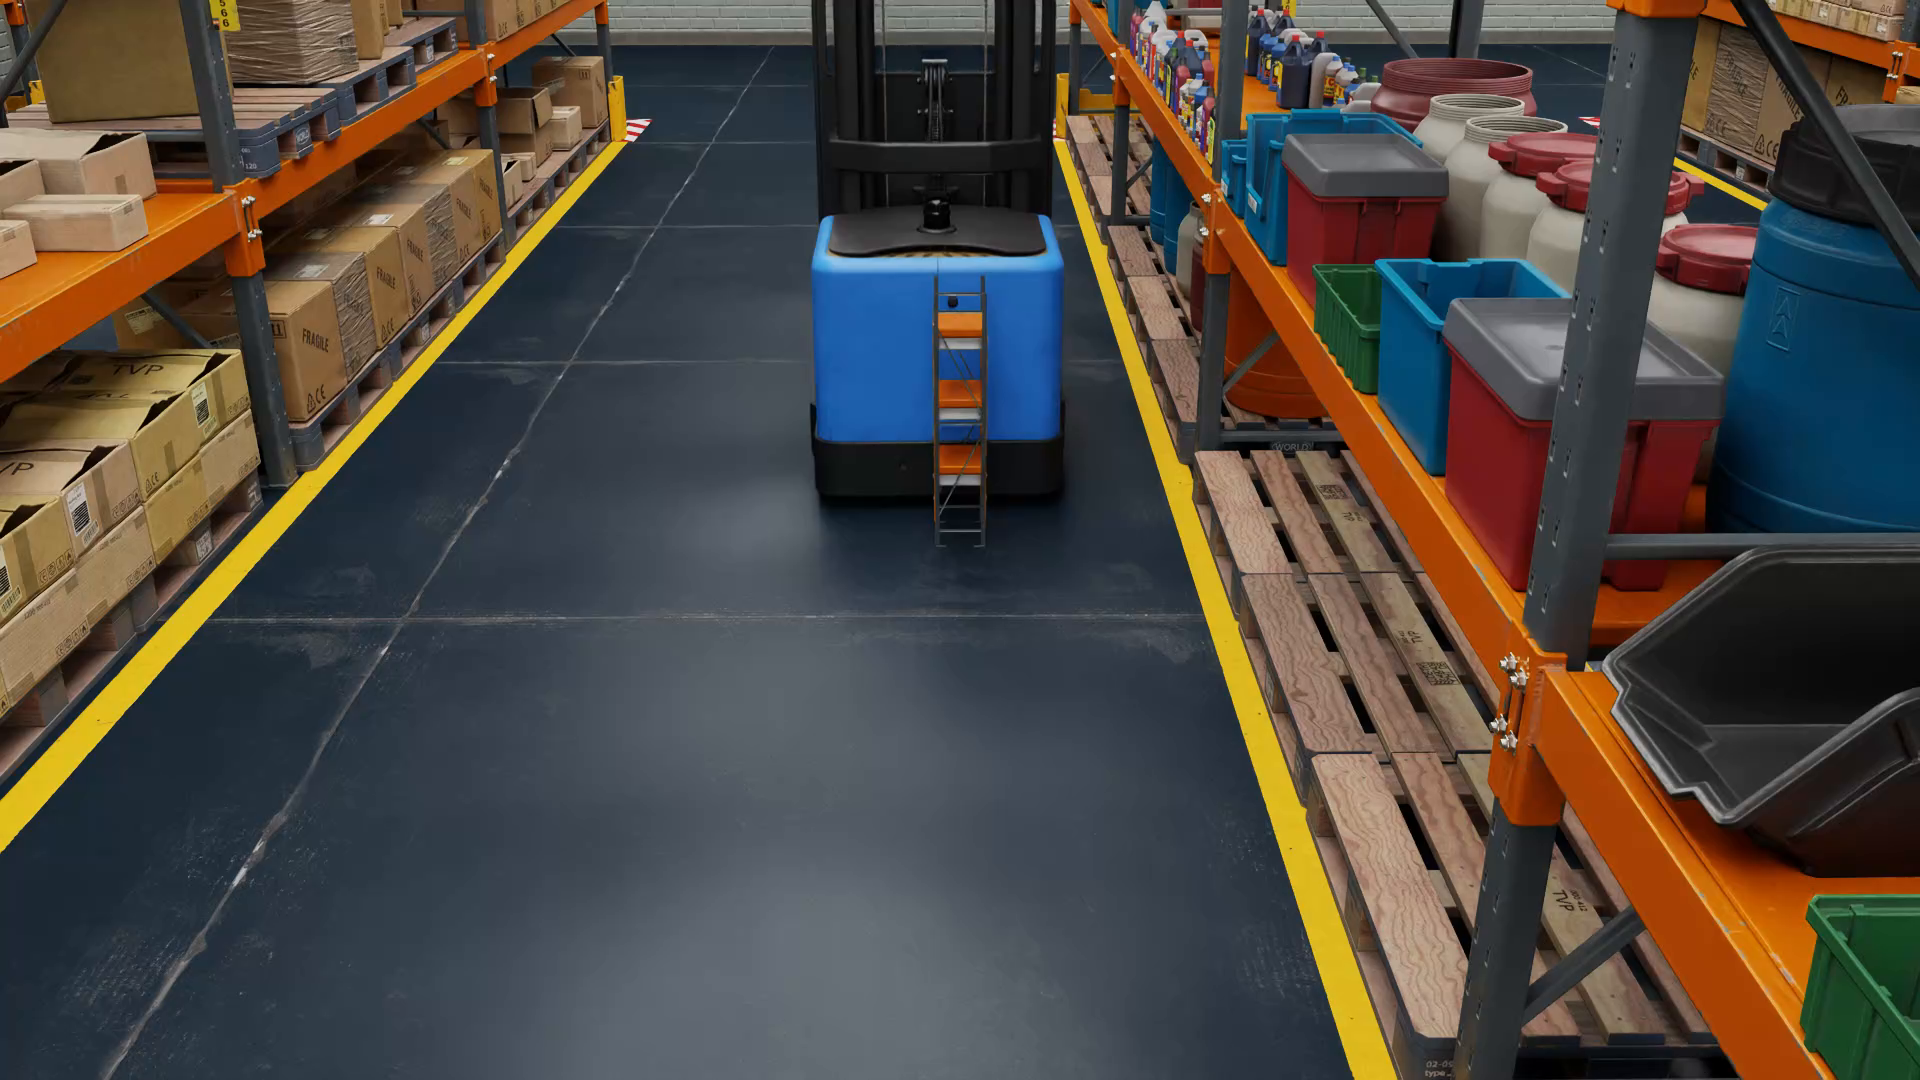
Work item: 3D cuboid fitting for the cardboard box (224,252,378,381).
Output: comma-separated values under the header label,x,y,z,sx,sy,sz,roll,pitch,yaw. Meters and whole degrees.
label,x,y,z,sx,sy,sz,roll,pitch,yaw
cardboard box,-3.150,-1.075,7.986,0.500,0.500,0.500,-1,24,-2

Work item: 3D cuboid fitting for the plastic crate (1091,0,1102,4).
label,x,y,z,sx,sy,sz,roll,pitch,yaw
plastic crate,1.137,-4.108,12.323,0.416,0.233,0.300,0,24,-1

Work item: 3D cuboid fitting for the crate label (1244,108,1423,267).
label,x,y,z,sx,sy,sz,roll,pitch,yaw
crate label,1.274,-1.235,5.798,0.502,0.435,0.616,0,24,-1

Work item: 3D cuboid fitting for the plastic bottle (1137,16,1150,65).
label,x,y,z,sx,sy,sz,roll,pitch,yaw
plastic bottle,1.089,-2.924,9.730,0.097,0.271,0.097,0,24,0

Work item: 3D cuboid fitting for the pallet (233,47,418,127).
label,x,y,z,sx,sy,sz,roll,pitch,yaw
pallet,-3.446,-2.323,8.478,1.003,0.211,1.213,0,24,-1

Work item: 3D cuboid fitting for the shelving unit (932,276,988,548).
label,x,y,z,sx,sy,sz,roll,pitch,yaw
shelving unit,-0.001,-0.500,6.582,0.215,1.050,0.252,0,24,-1

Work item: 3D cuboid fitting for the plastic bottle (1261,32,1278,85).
label,x,y,z,sx,sy,sz,roll,pitch,yaw
plastic bottle,1.704,-2.636,9.095,0.097,0.271,0.097,0,24,0

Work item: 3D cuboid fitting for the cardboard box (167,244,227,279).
label,x,y,z,sx,sy,sz,roll,pitch,yaw
cardboard box,-3.669,-1.420,7.838,0.500,0.250,0.500,1,24,1

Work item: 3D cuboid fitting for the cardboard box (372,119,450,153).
label,x,y,z,sx,sy,sz,roll,pitch,yaw
cardboard box,-3.753,-2.552,11.252,0.500,0.500,0.500,0,24,-1

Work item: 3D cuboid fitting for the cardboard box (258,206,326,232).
label,x,y,z,sx,sy,sz,roll,pitch,yaw
cardboard box,-3.682,-1.484,8.891,0.500,0.500,0.500,-1,24,-3

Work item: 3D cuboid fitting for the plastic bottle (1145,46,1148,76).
label,x,y,z,sx,sy,sz,roll,pitch,yaw
plastic bottle,1.094,-2.716,9.356,0.097,0.201,0.097,0,24,0

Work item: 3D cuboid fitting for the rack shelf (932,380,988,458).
label,x,y,z,sx,sy,sz,roll,pitch,yaw
rack shelf,-0.001,-0.491,6.587,0.215,0.259,0.240,0,24,-1

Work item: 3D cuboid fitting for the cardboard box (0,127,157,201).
label,x,y,z,sx,sy,sz,roll,pitch,yaw
cardboard box,-3.459,-1.418,6.354,0.500,0.311,0.500,1,24,3

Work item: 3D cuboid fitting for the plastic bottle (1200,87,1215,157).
label,x,y,z,sx,sy,sz,roll,pitch,yaw
plastic bottle,1.100,-1.836,7.312,0.061,0.283,0.133,0,24,-1

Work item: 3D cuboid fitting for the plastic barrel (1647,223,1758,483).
label,x,y,z,sx,sy,sz,roll,pitch,yaw
plastic barrel,1.786,-0.438,3.914,0.433,0.535,0.433,0,24,0

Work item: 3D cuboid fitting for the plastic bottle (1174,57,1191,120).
label,x,y,z,sx,sy,sz,roll,pitch,yaw
plastic bottle,1.090,-2.212,8.143,0.061,0.283,0.133,0,24,-1

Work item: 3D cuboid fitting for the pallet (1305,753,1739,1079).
label,x,y,z,sx,sy,sz,roll,pitch,yaw
pallet,1.530,0.966,4.358,1.003,0.211,1.213,0,24,-1

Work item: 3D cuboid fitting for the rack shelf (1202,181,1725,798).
label,x,y,z,sx,sy,sz,roll,pitch,yaw
rack shelf,1.555,-0.478,5.039,1.077,0.370,4.000,0,24,-1

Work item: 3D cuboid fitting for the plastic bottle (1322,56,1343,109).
label,x,y,z,sx,sy,sz,roll,pitch,yaw
plastic bottle,1.865,-2.274,8.295,0.097,0.271,0.097,0,24,0

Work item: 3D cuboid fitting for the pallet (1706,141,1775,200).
label,x,y,z,sx,sy,sz,roll,pitch,yaw
pallet,6.496,-2.847,12.789,1.003,0.211,1.213,0,24,-1

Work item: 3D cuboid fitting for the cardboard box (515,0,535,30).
label,x,y,z,sx,sy,sz,roll,pitch,yaw
cardboard box,-3.205,-3.725,11.224,0.500,0.500,0.500,0,24,0

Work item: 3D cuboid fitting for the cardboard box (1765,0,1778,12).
label,x,y,z,sx,sy,sz,roll,pitch,yaw
cardboard box,6.095,-3.944,12.136,0.380,0.149,0.250,0,24,0

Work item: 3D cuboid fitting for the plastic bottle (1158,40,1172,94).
label,x,y,z,sx,sy,sz,roll,pitch,yaw
plastic bottle,1.100,-2.502,8.797,0.097,0.271,0.097,0,24,0

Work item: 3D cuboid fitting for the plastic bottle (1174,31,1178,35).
label,x,y,z,sx,sy,sz,roll,pitch,yaw
plastic bottle,1.242,-2.852,9.658,0.097,0.201,0.097,0,24,0

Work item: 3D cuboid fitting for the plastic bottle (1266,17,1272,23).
label,x,y,z,sx,sy,sz,roll,pitch,yaw
plastic bottle,1.821,-2.910,9.694,0.152,0.276,0.135,0,24,-1

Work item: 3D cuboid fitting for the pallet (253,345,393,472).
label,x,y,z,sx,sy,sz,roll,pitch,yaw
pallet,-3.390,-0.646,7.922,1.003,0.211,1.213,0,24,-1

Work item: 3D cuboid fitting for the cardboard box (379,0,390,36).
label,x,y,z,sx,sy,sz,roll,pitch,yaw
cardboard box,-3.611,-3.015,9.145,0.700,0.500,0.500,4,25,8

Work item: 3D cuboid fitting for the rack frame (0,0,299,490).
label,x,y,z,sx,sy,sz,roll,pitch,yaw
rack frame,-3.420,-1.609,6.667,1.000,3.000,0.127,0,24,-1

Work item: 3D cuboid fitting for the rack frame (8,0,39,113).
label,x,y,z,sx,sy,sz,roll,pitch,yaw
rack frame,-8.460,-4.881,13.903,1.000,3.000,0.127,0,24,-1

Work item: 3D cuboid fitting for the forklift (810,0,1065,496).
label,x,y,z,sx,sy,sz,roll,pitch,yaw
forklift,-0.122,-2.081,7.795,1.130,2.935,3.031,-1,24,-1

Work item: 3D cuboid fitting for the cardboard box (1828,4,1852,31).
label,x,y,z,sx,sy,sz,roll,pitch,yaw
cardboard box,6.106,-3.522,11.201,0.380,0.149,0.250,-1,24,-1

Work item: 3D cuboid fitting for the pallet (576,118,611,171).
label,x,y,z,sx,sy,sz,roll,pitch,yaw
pallet,-3.497,-3.275,13.735,1.003,0.211,1.213,0,24,-1

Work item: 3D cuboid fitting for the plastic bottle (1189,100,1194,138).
label,x,y,z,sx,sy,sz,roll,pitch,yaw
plastic bottle,1.114,-1.967,7.700,0.097,0.201,0.097,0,24,0

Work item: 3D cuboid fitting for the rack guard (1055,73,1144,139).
label,x,y,z,sx,sy,sz,roll,pitch,yaw
rack guard,1.433,-3.797,14.539,1.175,0.500,0.348,0,24,-1

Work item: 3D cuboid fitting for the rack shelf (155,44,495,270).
label,x,y,z,sx,sy,sz,roll,pitch,yaw
rack shelf,-3.442,-2.105,8.638,1.077,0.370,4.000,0,24,-1

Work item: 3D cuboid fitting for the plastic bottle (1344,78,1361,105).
label,x,y,z,sx,sy,sz,roll,pitch,yaw
plastic bottle,1.812,-1.989,7.664,0.097,0.271,0.097,0,24,0

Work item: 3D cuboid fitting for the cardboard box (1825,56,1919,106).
label,x,y,z,sx,sy,sz,roll,pitch,yaw
cardboard box,6.515,-2.796,11.360,0.875,0.875,0.875,0,24,-1

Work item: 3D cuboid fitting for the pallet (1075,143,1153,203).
label,x,y,z,sx,sy,sz,roll,pitch,yaw
pallet,1.427,-2.814,12.716,1.003,0.211,1.213,0,24,-1

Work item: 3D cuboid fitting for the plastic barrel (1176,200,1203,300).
label,x,y,z,sx,sy,sz,roll,pitch,yaw
plastic barrel,1.403,-1.586,9.127,0.421,0.512,0.421,0,24,0

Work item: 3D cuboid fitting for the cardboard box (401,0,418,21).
label,x,y,z,sx,sy,sz,roll,pitch,yaw
cardboard box,-3.725,-3.507,10.744,0.500,0.500,0.500,0,24,0

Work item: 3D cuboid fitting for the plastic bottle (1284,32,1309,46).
label,x,y,z,sx,sy,sz,roll,pitch,yaw
plastic bottle,1.828,-2.647,9.112,0.152,0.276,0.135,0,24,-1

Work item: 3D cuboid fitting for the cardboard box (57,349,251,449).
label,x,y,z,sx,sy,sz,roll,pitch,yaw
cardboard box,-3.168,-0.588,6.557,0.500,0.311,0.500,0,24,1

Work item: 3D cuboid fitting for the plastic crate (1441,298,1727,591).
label,x,y,z,sx,sy,sz,roll,pitch,yaw
plastic crate,1.266,-0.209,3.494,0.402,0.464,0.583,0,24,-1

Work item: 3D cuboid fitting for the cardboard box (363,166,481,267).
label,x,y,z,sx,sy,sz,roll,pitch,yaw
cardboard box,-3.174,-1.913,9.839,0.500,0.500,0.500,0,24,0

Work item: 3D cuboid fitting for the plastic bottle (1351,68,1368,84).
label,x,y,z,sx,sy,sz,roll,pitch,yaw
plastic bottle,1.888,-2.097,7.889,0.061,0.283,0.133,0,24,-1

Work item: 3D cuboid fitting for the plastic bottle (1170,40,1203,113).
label,x,y,z,sx,sy,sz,roll,pitch,yaw
plastic bottle,1.130,-2.309,8.274,0.144,0.351,0.185,0,24,-1

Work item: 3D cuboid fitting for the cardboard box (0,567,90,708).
label,x,y,z,sx,sy,sz,roll,pitch,yaw
cardboard box,-3.150,0.300,5.274,0.500,0.250,0.500,0,24,0

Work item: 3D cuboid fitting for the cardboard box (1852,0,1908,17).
label,x,y,z,sx,sy,sz,roll,pitch,yaw
cardboard box,6.175,-3.548,10.776,0.500,0.250,0.500,-1,24,-2

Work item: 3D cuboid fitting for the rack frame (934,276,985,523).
label,x,y,z,sx,sy,sz,roll,pitch,yaw
rack frame,-0.002,-0.551,6.694,0.200,1.050,0.008,0,24,-1

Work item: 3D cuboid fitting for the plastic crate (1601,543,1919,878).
label,x,y,z,sx,sy,sz,roll,pitch,yaw
plastic crate,1.456,0.263,2.603,0.767,0.338,0.504,0,24,-1

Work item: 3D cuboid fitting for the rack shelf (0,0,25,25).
label,x,y,z,sx,sy,sz,roll,pitch,yaw
rack shelf,-8.439,-3.730,12.229,1.077,0.370,4.000,0,24,-1

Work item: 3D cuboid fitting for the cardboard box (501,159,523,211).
label,x,y,z,sx,sy,sz,roll,pitch,yaw
cardboard box,-3.252,-2.406,11.159,0.500,0.311,0.500,0,24,-1

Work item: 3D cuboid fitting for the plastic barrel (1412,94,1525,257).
label,x,y,z,sx,sy,sz,roll,pitch,yaw
plastic barrel,1.758,-1.258,5.755,0.421,0.512,0.421,0,24,0
